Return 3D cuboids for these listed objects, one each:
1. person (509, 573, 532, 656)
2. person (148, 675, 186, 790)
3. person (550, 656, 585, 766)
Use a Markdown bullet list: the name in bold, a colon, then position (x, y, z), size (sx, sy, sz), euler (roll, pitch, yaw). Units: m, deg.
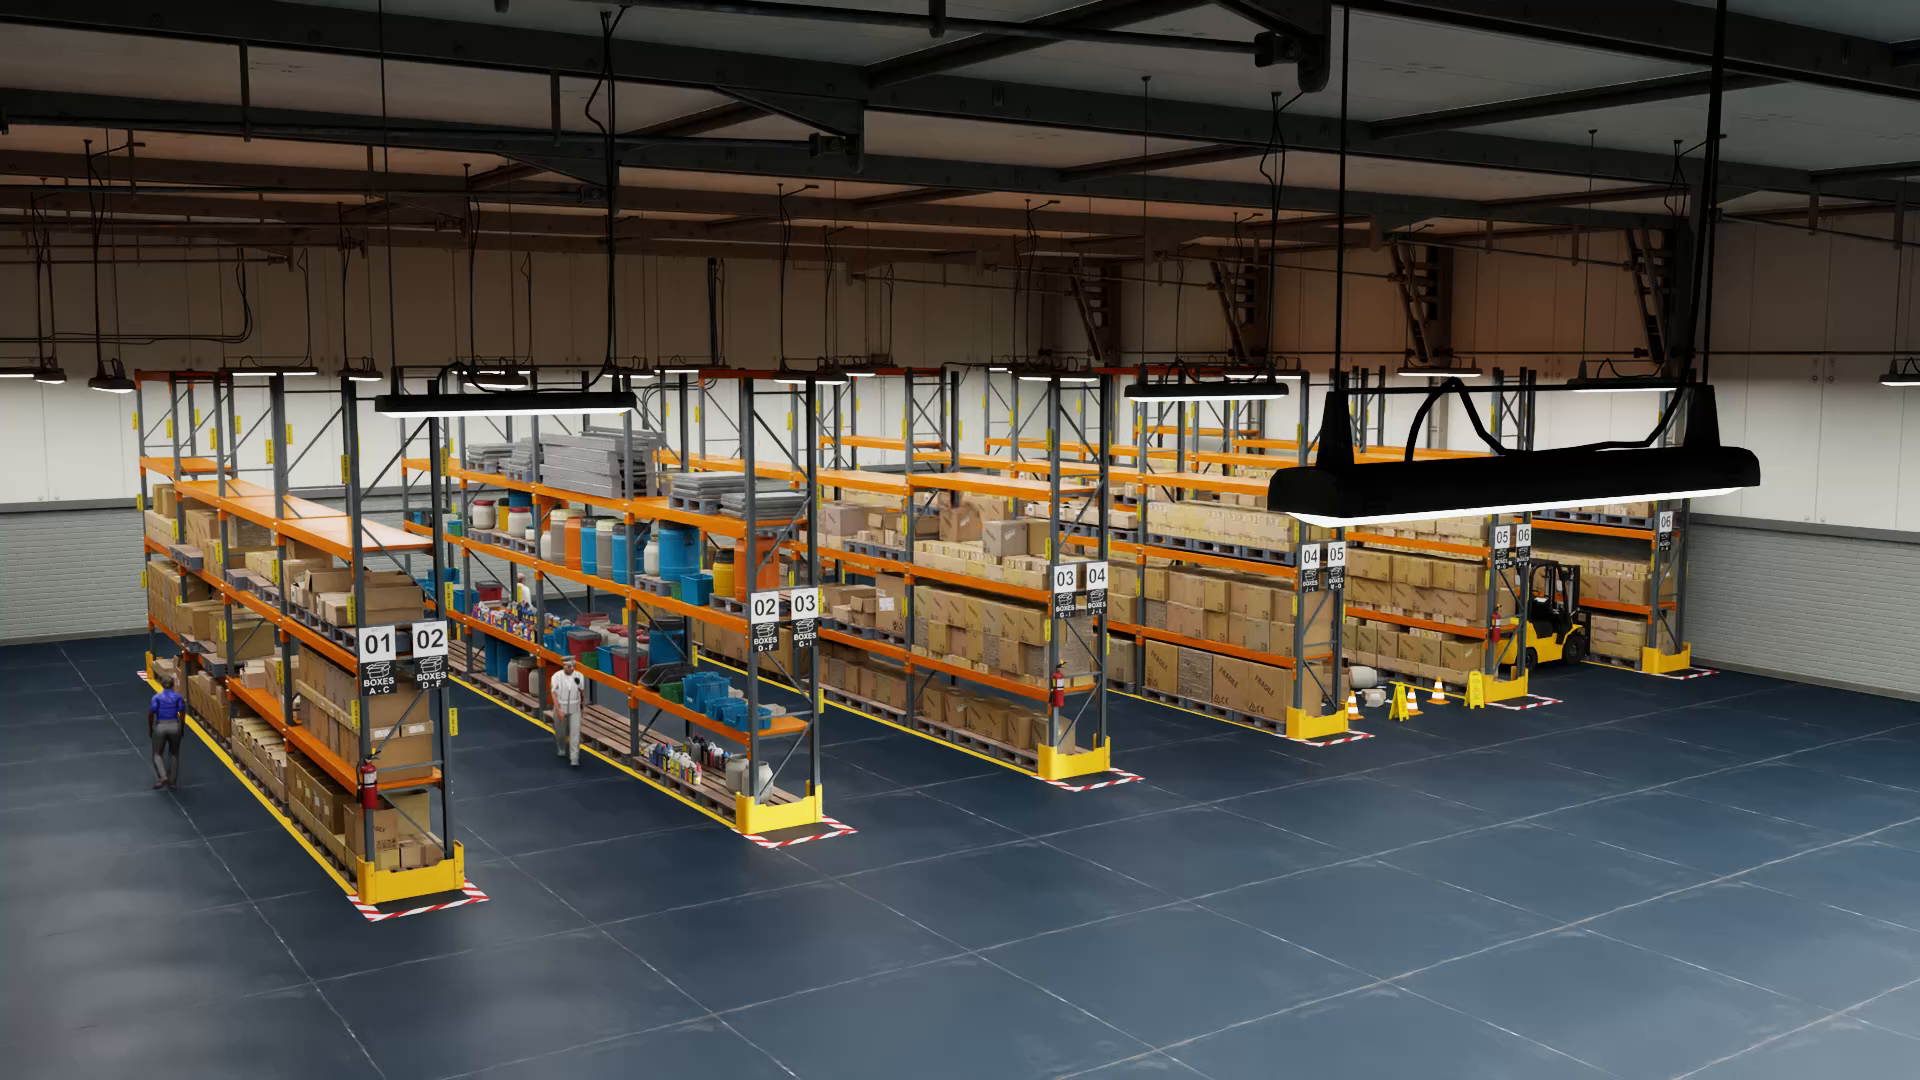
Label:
- **person**: position (-9.071, 1.573, 34.345), size (0.627, 1.779, 0.563), euler (3, 7, 27)
- **person**: position (-11.497, 2.807, 24.149), size (0.501, 1.631, 0.623), euler (-4, 8, -31)
- **person**: position (-6.026, 2.608, 25.598), size (0.527, 1.661, 1.145), euler (-2, 7, -17)
